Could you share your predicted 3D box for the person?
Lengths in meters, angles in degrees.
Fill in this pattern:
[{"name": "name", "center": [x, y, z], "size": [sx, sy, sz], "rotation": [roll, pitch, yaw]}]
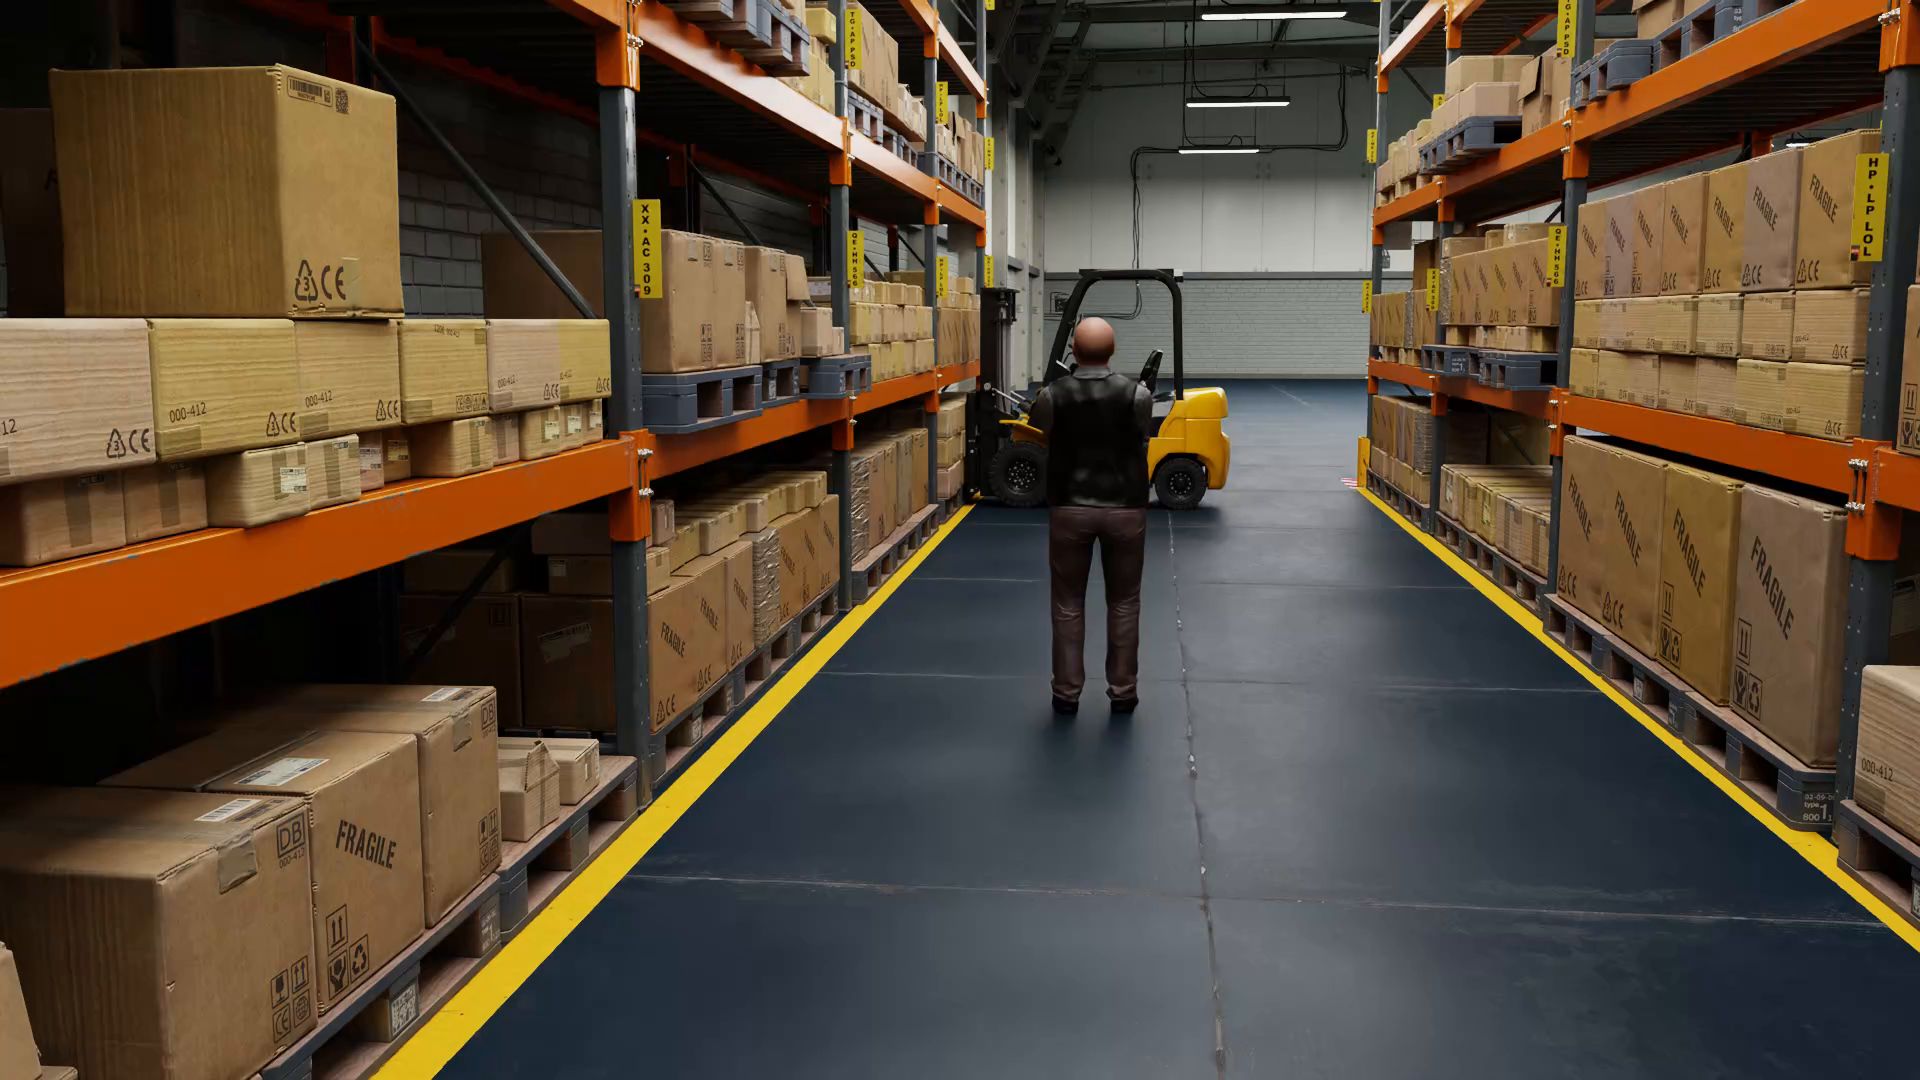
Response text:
[{"name": "person", "center": [0.587, -0.112, 7.272], "size": [0.494, 1.711, 0.551], "rotation": [1, 8, 7]}]
